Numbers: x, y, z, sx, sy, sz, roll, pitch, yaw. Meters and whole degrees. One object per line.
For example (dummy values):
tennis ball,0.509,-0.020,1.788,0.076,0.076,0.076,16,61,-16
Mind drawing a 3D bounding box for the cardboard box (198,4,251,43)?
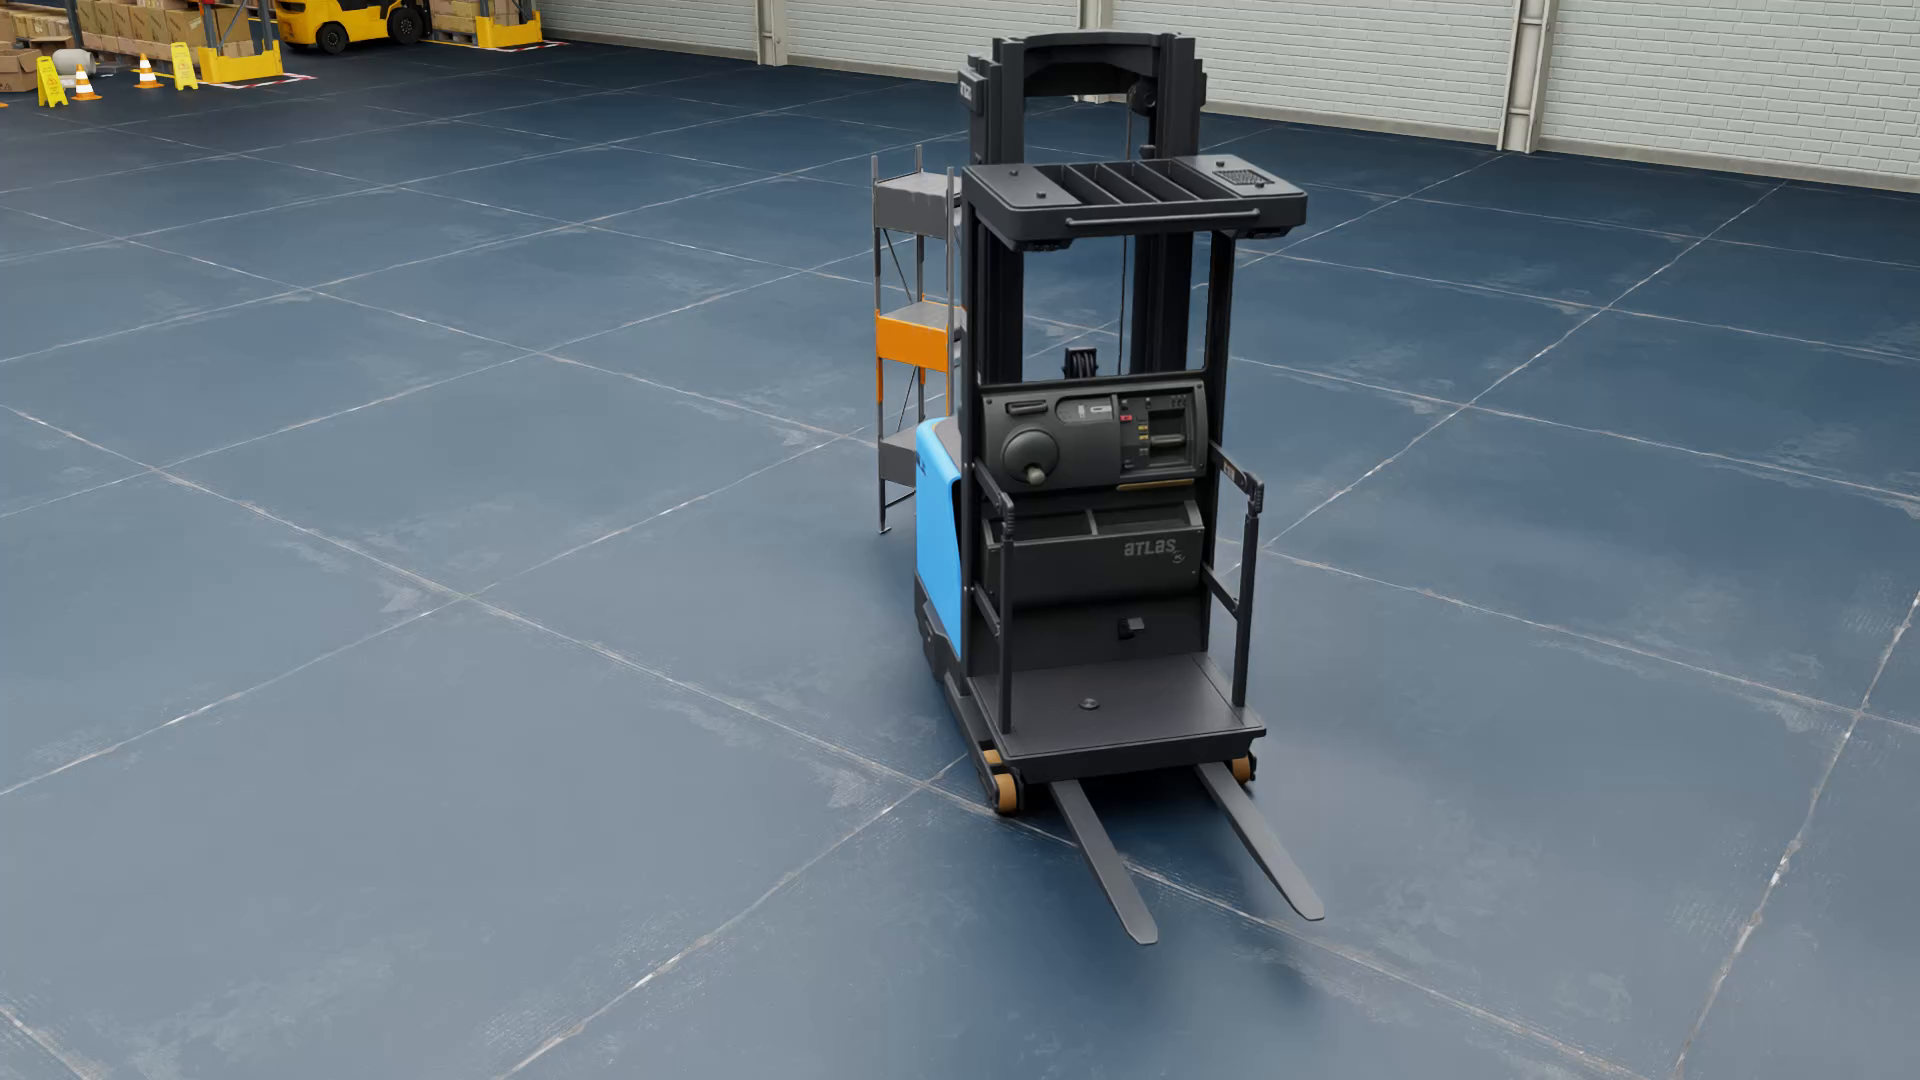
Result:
cardboard box,-11.223,-7.880,25.374,0.500,0.500,0.500,16,28,32

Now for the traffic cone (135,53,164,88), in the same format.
traffic cone,-11.842,-6.840,24.200,0.334,0.463,0.336,17,29,33

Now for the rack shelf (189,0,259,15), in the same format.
rack shelf,-12.325,-8.467,25.640,4.000,0.370,1.077,17,29,33

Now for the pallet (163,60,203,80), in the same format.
pallet,-11.414,-7.263,25.473,1.213,0.211,1.003,17,29,33

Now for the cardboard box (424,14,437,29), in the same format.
cardboard box,-9.103,-9.108,29.091,0.500,0.250,0.500,17,29,34

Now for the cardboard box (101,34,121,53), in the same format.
cardboard box,-13.181,-7.859,26.256,0.500,0.250,0.500,19,30,36

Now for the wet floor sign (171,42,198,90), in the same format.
wet floor sign,-11.214,-6.845,23.984,0.267,0.644,0.232,-15,28,-30

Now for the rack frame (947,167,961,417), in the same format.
rack frame,0.063,-0.942,8.784,0.015,2.100,0.400,17,29,33

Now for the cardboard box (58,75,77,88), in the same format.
cardboard box,-12.984,-6.674,24.212,0.380,0.149,0.250,-10,26,-21

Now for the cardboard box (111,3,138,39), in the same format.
cardboard box,-12.765,-8.076,25.819,0.500,0.500,0.500,19,30,36

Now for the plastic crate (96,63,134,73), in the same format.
plastic crate,-13.160,-7.300,25.719,0.583,0.080,0.402,7,25,15

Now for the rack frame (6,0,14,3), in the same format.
rack frame,-17.126,-10.248,28.788,0.127,3.000,1.000,17,29,33

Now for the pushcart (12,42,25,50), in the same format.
pushcart,-15.252,-7.333,25.424,0.936,0.377,1.648,7,25,15

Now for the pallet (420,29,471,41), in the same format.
pallet,-9.359,-9.106,29.655,1.213,0.211,1.003,17,29,33

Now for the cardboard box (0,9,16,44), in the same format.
cardboard box,-14.968,-7.901,25.624,0.500,0.500,0.500,17,29,33

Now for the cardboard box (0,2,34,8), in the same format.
cardboard box,-16.680,-9.097,28.916,0.625,0.372,0.950,15,28,30

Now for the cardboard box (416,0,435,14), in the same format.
cardboard box,-9.148,-9.338,28.992,0.500,0.250,0.500,16,28,32

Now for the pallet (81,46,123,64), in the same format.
pallet,-13.366,-7.853,26.812,1.213,0.211,1.003,17,29,33

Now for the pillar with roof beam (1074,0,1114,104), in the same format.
pillar with roof beam,-0.746,-8.829,18.128,0.400,9.000,9.100,17,29,33

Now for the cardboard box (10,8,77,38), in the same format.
cardboard box,-15.481,-8.736,28.096,0.625,0.372,0.950,18,29,35

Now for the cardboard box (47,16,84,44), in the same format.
cardboard box,-14.346,-8.396,27.324,0.625,0.372,0.950,17,29,34

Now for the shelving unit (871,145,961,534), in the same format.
shelving unit,-0.132,-1.001,8.917,0.503,2.100,0.431,17,29,33

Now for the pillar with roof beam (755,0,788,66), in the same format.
pillar with roof beam,-5.548,-10.280,21.421,0.400,9.000,9.100,17,29,33

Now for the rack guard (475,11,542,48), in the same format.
rack guard,-7.731,-8.766,28.525,0.348,0.500,1.175,17,29,33

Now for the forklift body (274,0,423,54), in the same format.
forklift body,-10.362,-9.397,27.910,1.214,2.155,2.313,17,29,33

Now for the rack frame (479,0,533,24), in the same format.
rack frame,-7.750,-9.915,28.034,0.127,3.000,1.000,17,29,33

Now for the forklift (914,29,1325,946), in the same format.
forklift,0.600,-0.398,6.519,1.130,2.935,3.031,-5,24,-12

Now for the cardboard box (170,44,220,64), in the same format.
cardboard box,-11.552,-7.361,25.127,0.500,0.250,0.500,17,29,33

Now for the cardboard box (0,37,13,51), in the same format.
cardboard box,-14.401,-7.064,24.490,0.503,0.637,0.797,17,29,33

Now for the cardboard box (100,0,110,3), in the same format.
cardboard box,-13.138,-8.451,25.865,0.250,0.149,0.380,18,30,35

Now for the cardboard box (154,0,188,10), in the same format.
cardboard box,-11.856,-8.064,24.986,0.250,0.149,0.380,18,29,35

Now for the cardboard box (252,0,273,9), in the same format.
cardboard box,-13.133,-10.645,32.114,0.625,0.625,0.875,18,29,35

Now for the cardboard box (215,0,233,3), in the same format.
cardboard box,-14.619,-10.931,32.919,0.500,0.500,0.500,18,29,35

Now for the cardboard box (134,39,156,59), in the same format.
cardboard box,-12.364,-7.608,25.687,0.500,0.250,0.500,16,28,31

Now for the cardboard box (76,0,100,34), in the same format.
cardboard box,-13.615,-8.328,26.390,0.500,0.500,0.500,18,30,36

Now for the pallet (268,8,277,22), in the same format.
pallet,-12.544,-10.067,31.836,1.213,0.211,1.003,17,29,33

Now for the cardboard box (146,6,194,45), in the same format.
cardboard box,-11.941,-7.825,25.248,0.500,0.500,0.500,18,30,35

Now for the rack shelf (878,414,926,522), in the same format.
rack shelf,-0.132,-0.348,9.205,0.480,0.518,0.431,17,29,33

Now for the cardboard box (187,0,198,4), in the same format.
cardboard box,-12.041,-8.129,25.939,0.500,0.500,0.500,17,29,34

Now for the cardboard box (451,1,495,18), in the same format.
cardboard box,-8.327,-9.095,28.441,0.500,0.250,0.500,16,29,33

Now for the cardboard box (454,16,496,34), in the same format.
cardboard box,-8.316,-8.861,28.530,0.500,0.250,0.500,17,29,34

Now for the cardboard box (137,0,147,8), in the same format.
cardboard box,-12.265,-8.190,25.272,0.250,0.149,0.380,18,30,35
